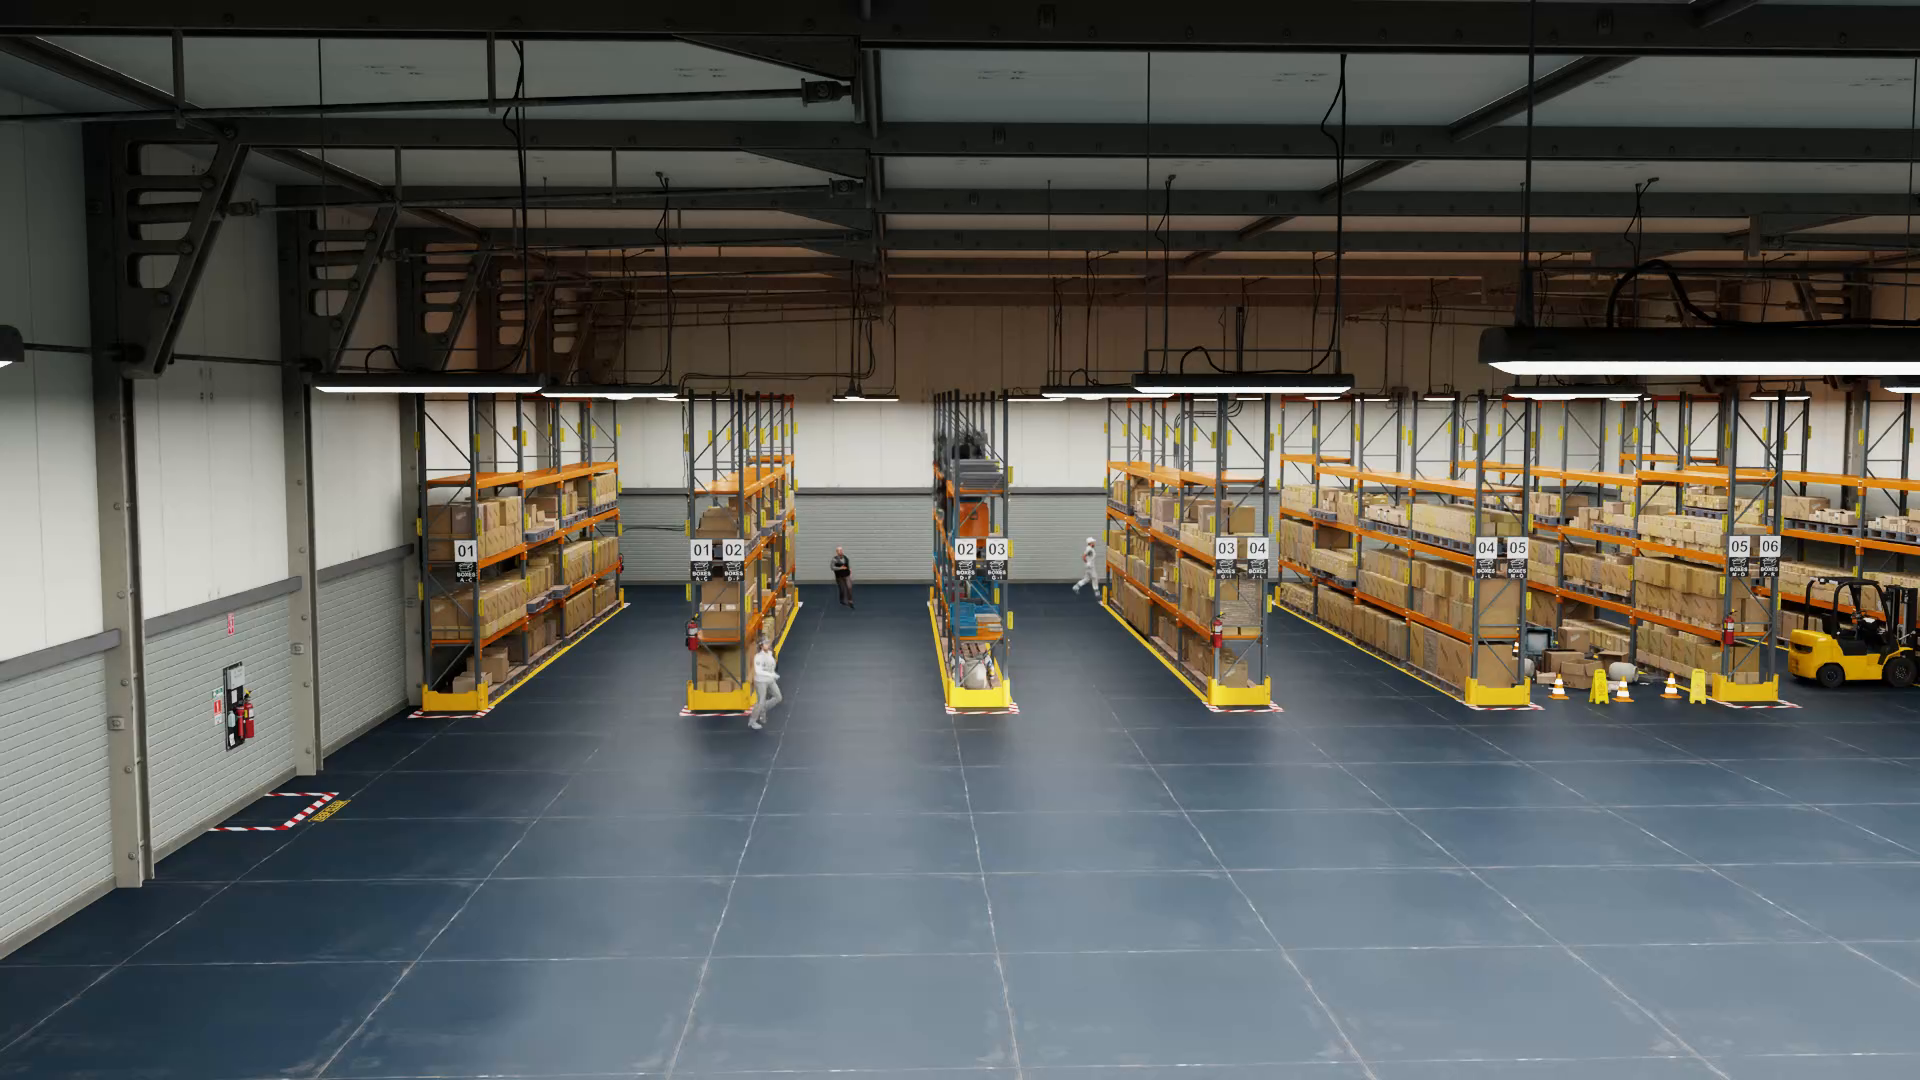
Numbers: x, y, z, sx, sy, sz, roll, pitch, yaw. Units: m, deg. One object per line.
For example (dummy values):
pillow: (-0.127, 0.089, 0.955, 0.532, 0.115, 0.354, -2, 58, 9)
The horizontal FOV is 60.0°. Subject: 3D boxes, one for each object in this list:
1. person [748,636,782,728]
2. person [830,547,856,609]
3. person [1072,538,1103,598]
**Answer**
person: (-3.408, 2.498, 29.351, 0.715, 1.653, 0.640, 3, 6, 34)
person: (-3.342, 1.144, 46.776, 0.659, 1.543, 0.856, -2, 5, -23)
person: (3.793, 0.811, 48.926, 0.993, 1.769, 0.661, 0, 5, -3)
